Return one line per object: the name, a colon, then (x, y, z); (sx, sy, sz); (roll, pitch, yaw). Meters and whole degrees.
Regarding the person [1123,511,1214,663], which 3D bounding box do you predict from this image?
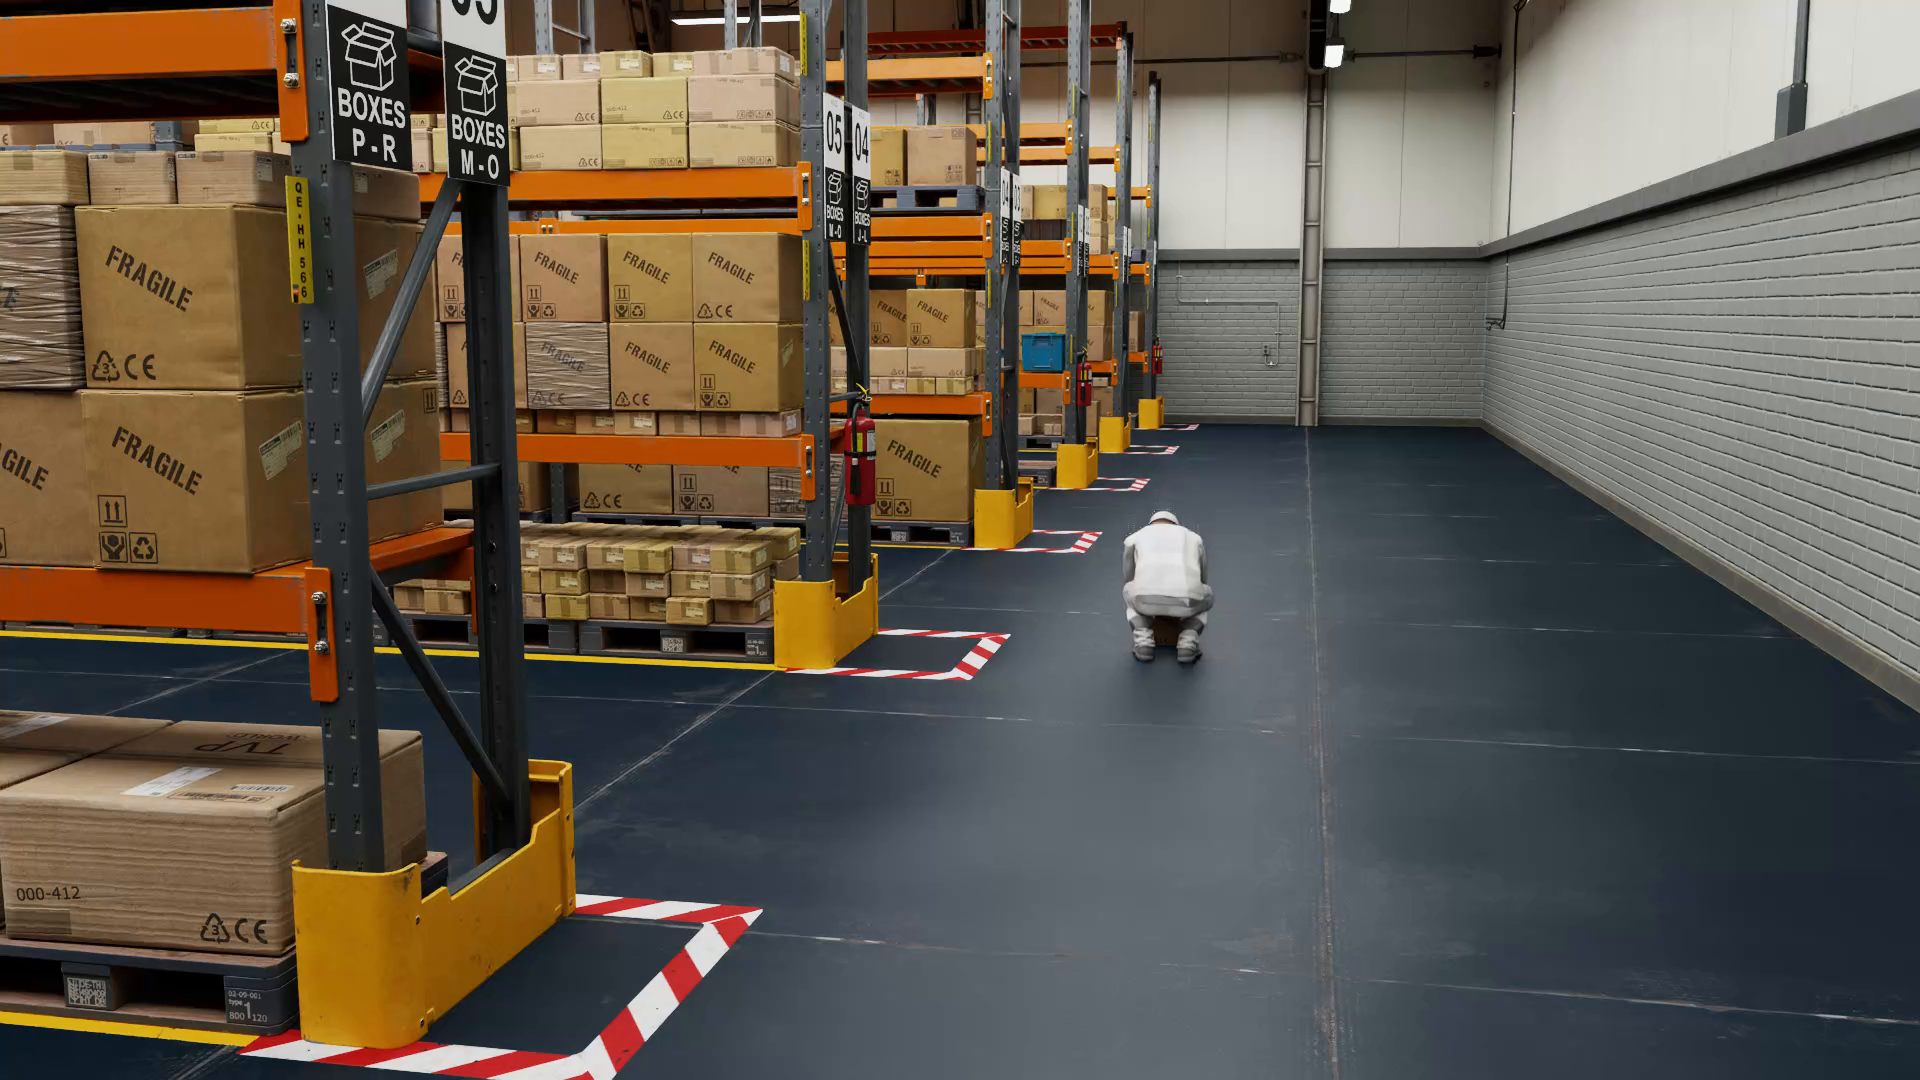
person: (1.227, 0.304, 9.866); (0.551, 0.873, 0.911); (2, 8, 11)
